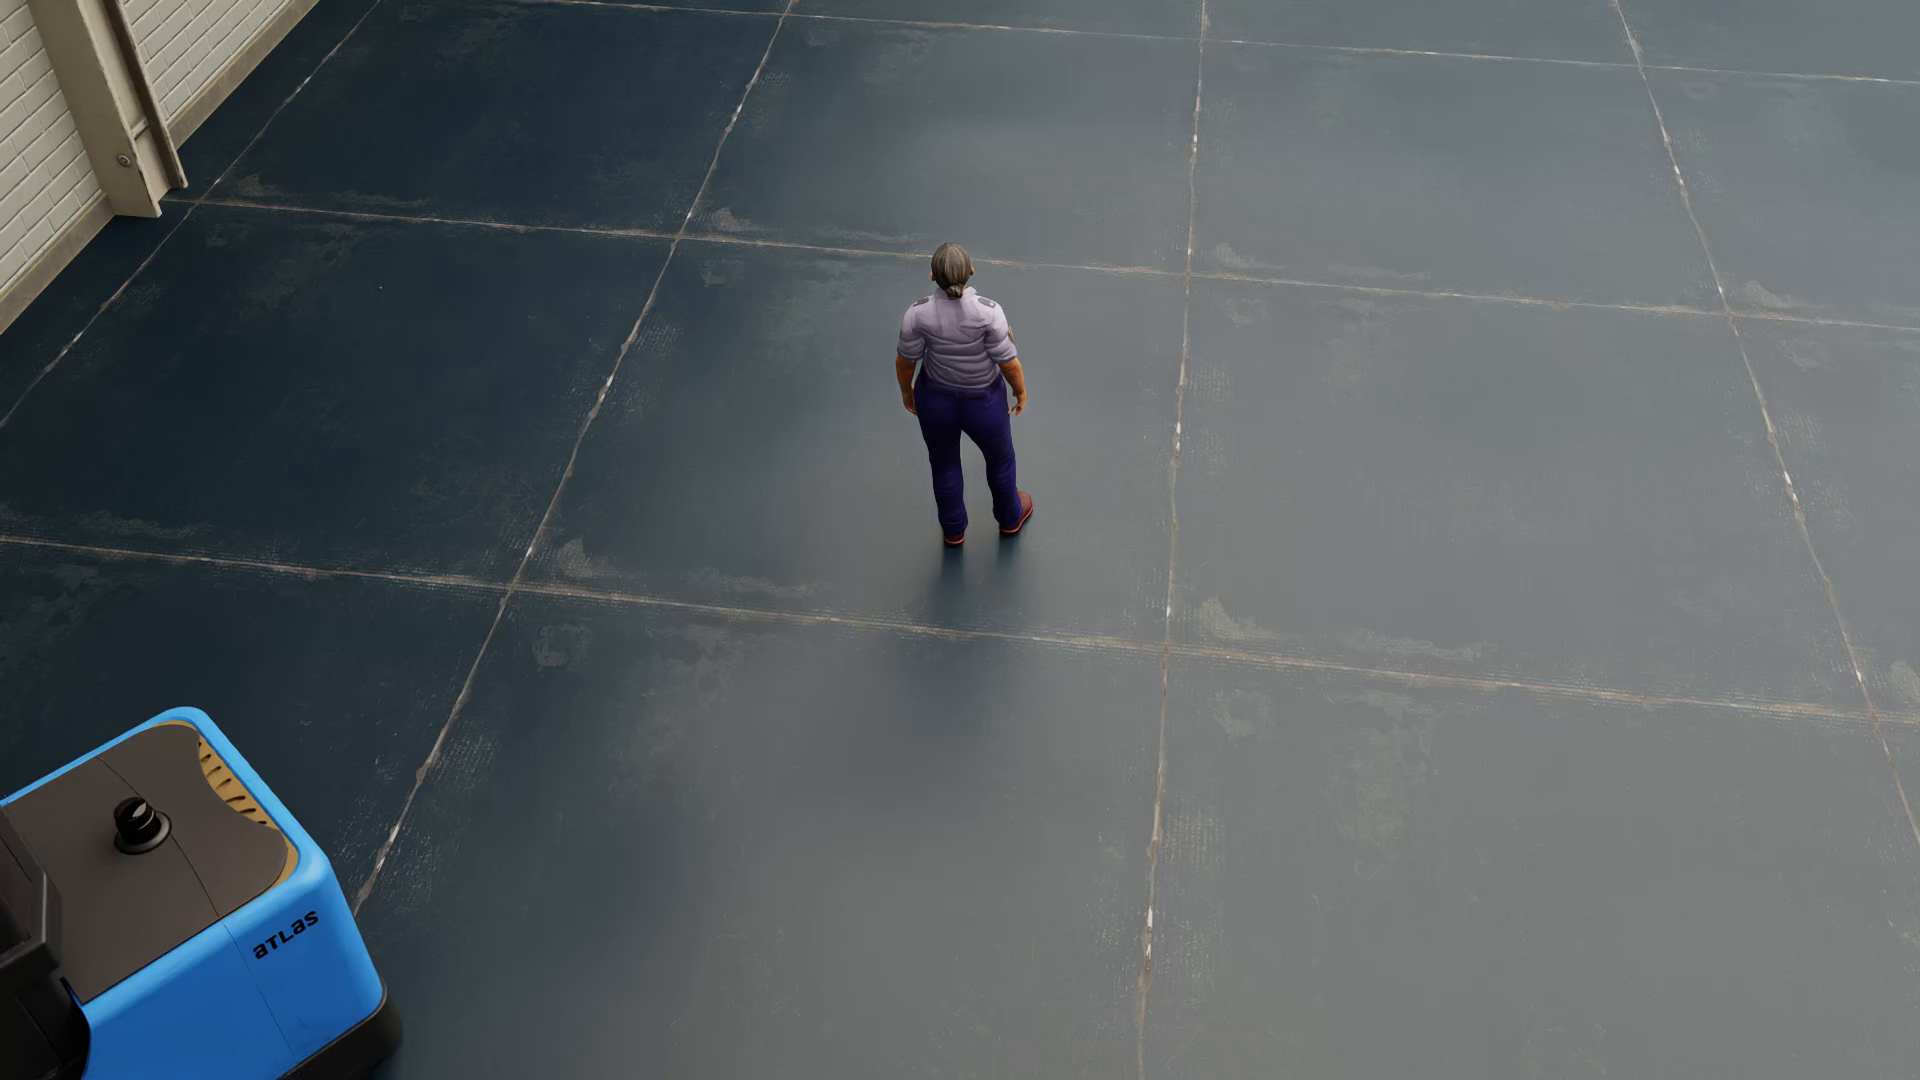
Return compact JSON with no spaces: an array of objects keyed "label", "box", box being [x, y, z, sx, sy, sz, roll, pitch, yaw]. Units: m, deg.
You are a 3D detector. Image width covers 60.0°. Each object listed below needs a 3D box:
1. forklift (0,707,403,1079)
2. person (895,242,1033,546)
[{"label":"forklift","box":[-3.380,1.186,4.433,3.031,2.935,1.130,-33,52,-31]},{"label":"person","box":[0.035,-0.670,7.392,0.598,1.651,0.502,5,43,6]}]
